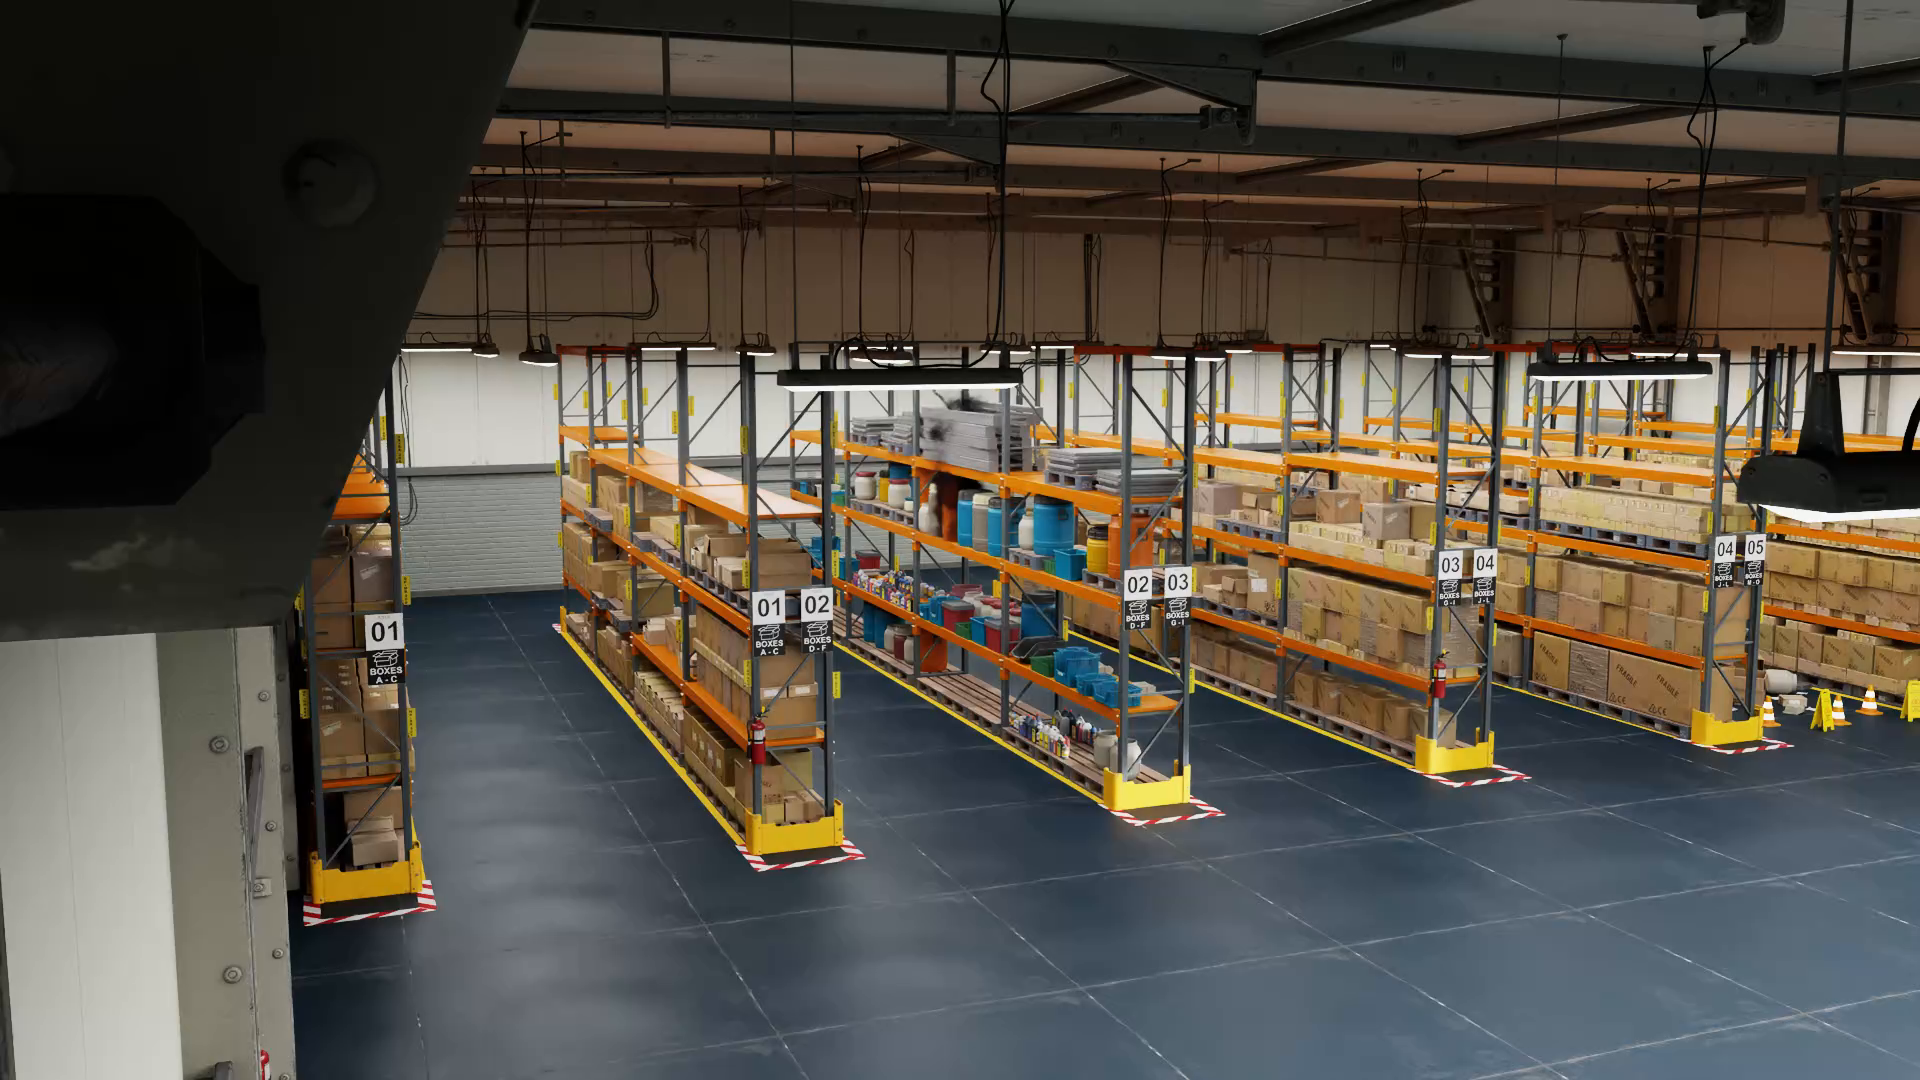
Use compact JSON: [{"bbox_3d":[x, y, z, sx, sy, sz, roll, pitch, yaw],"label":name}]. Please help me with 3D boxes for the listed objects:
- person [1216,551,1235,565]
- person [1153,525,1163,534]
[{"bbox_3d":[6.542,0.183,41.574,0.932,1.734,0.719,4,8,31],"label":"person"},{"bbox_3d":[4.753,0.291,40.943,0.630,1.729,0.702,-5,9,-34],"label":"person"}]
